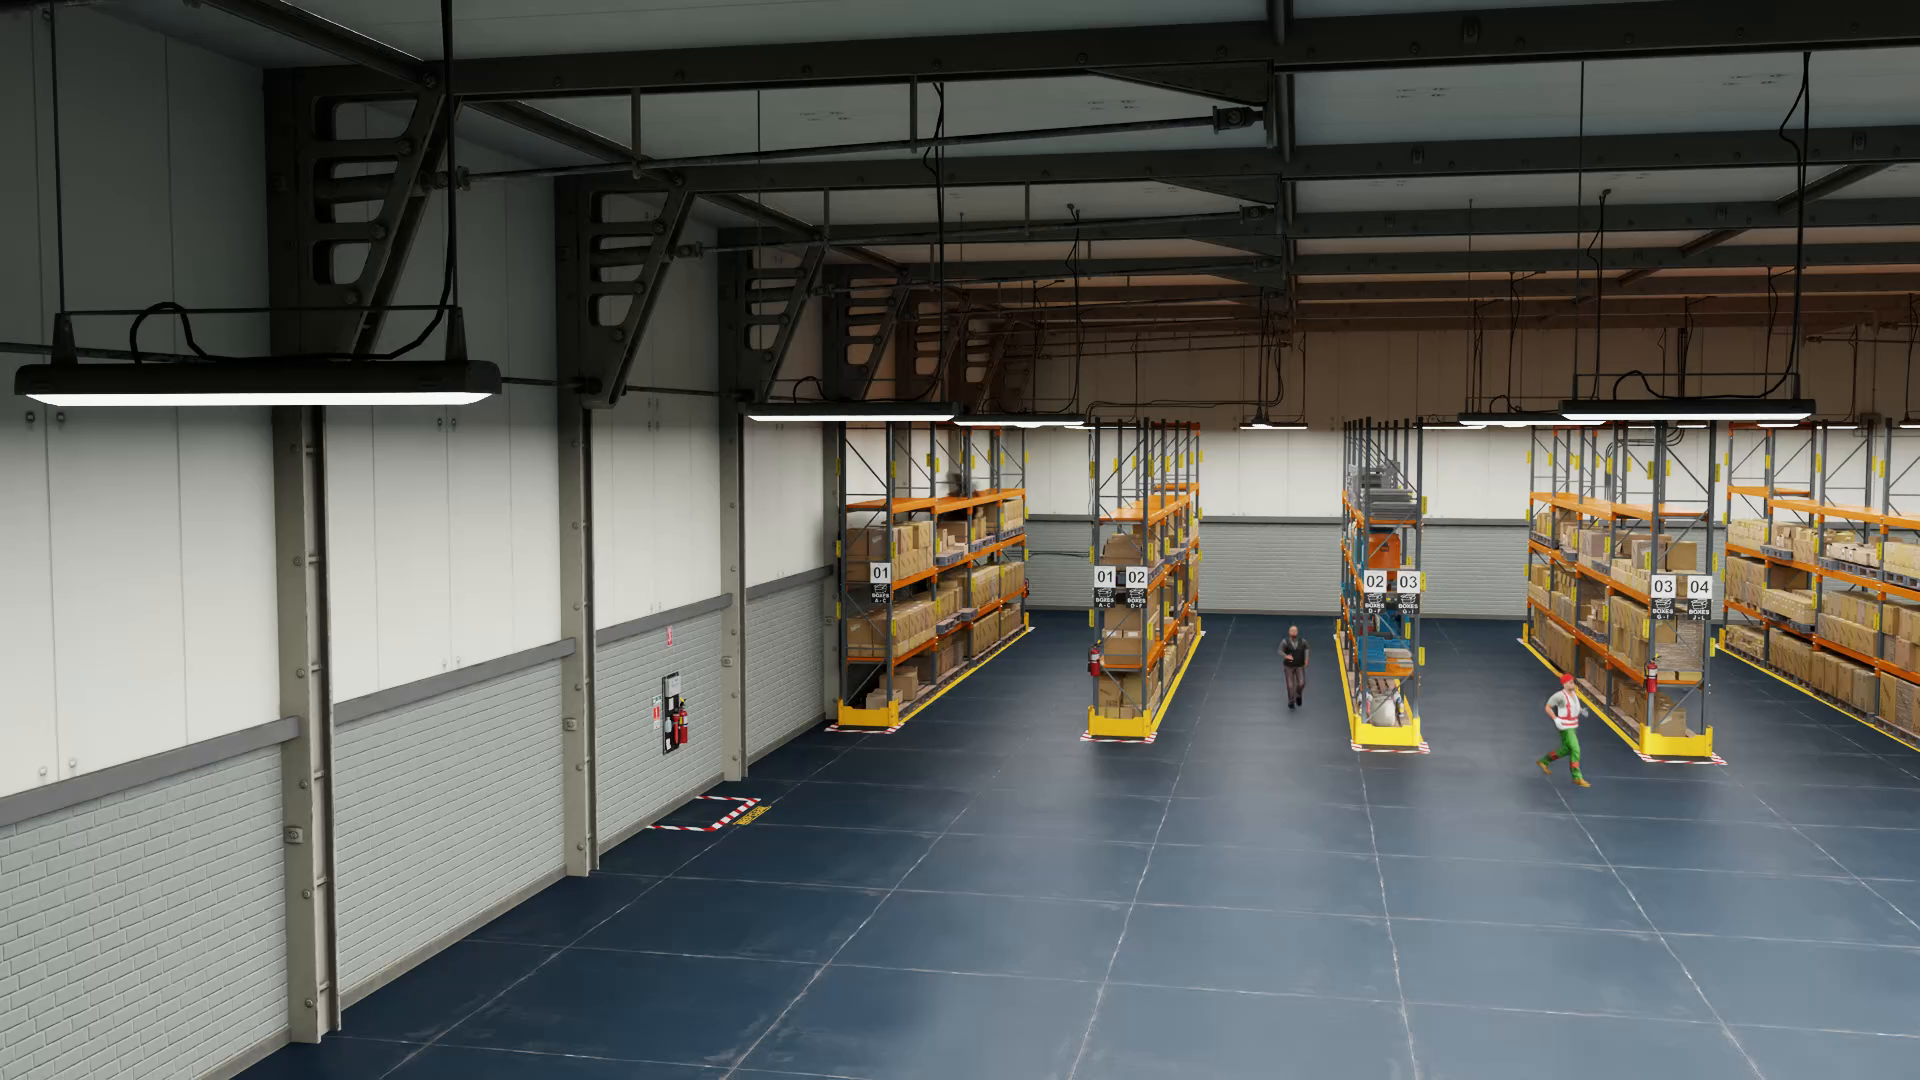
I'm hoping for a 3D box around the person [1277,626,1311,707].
[{"bbox_3d":[6.919,2.633,34.395,0.711,1.692,0.583,0,4,4],"label":"person"}]

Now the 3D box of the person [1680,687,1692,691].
[{"bbox_3d":[16.013,2.496,36.655,0.638,1.681,0.564,1,4,13],"label":"person"}]

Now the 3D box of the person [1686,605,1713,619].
[{"bbox_3d":[18.384,2.138,41.418,0.666,1.777,0.839,1,4,19],"label":"person"}]

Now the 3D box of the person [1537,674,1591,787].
[{"bbox_3d":[9.879,3.067,27.126,0.638,1.795,0.922,-4,5,-44],"label":"person"}]
